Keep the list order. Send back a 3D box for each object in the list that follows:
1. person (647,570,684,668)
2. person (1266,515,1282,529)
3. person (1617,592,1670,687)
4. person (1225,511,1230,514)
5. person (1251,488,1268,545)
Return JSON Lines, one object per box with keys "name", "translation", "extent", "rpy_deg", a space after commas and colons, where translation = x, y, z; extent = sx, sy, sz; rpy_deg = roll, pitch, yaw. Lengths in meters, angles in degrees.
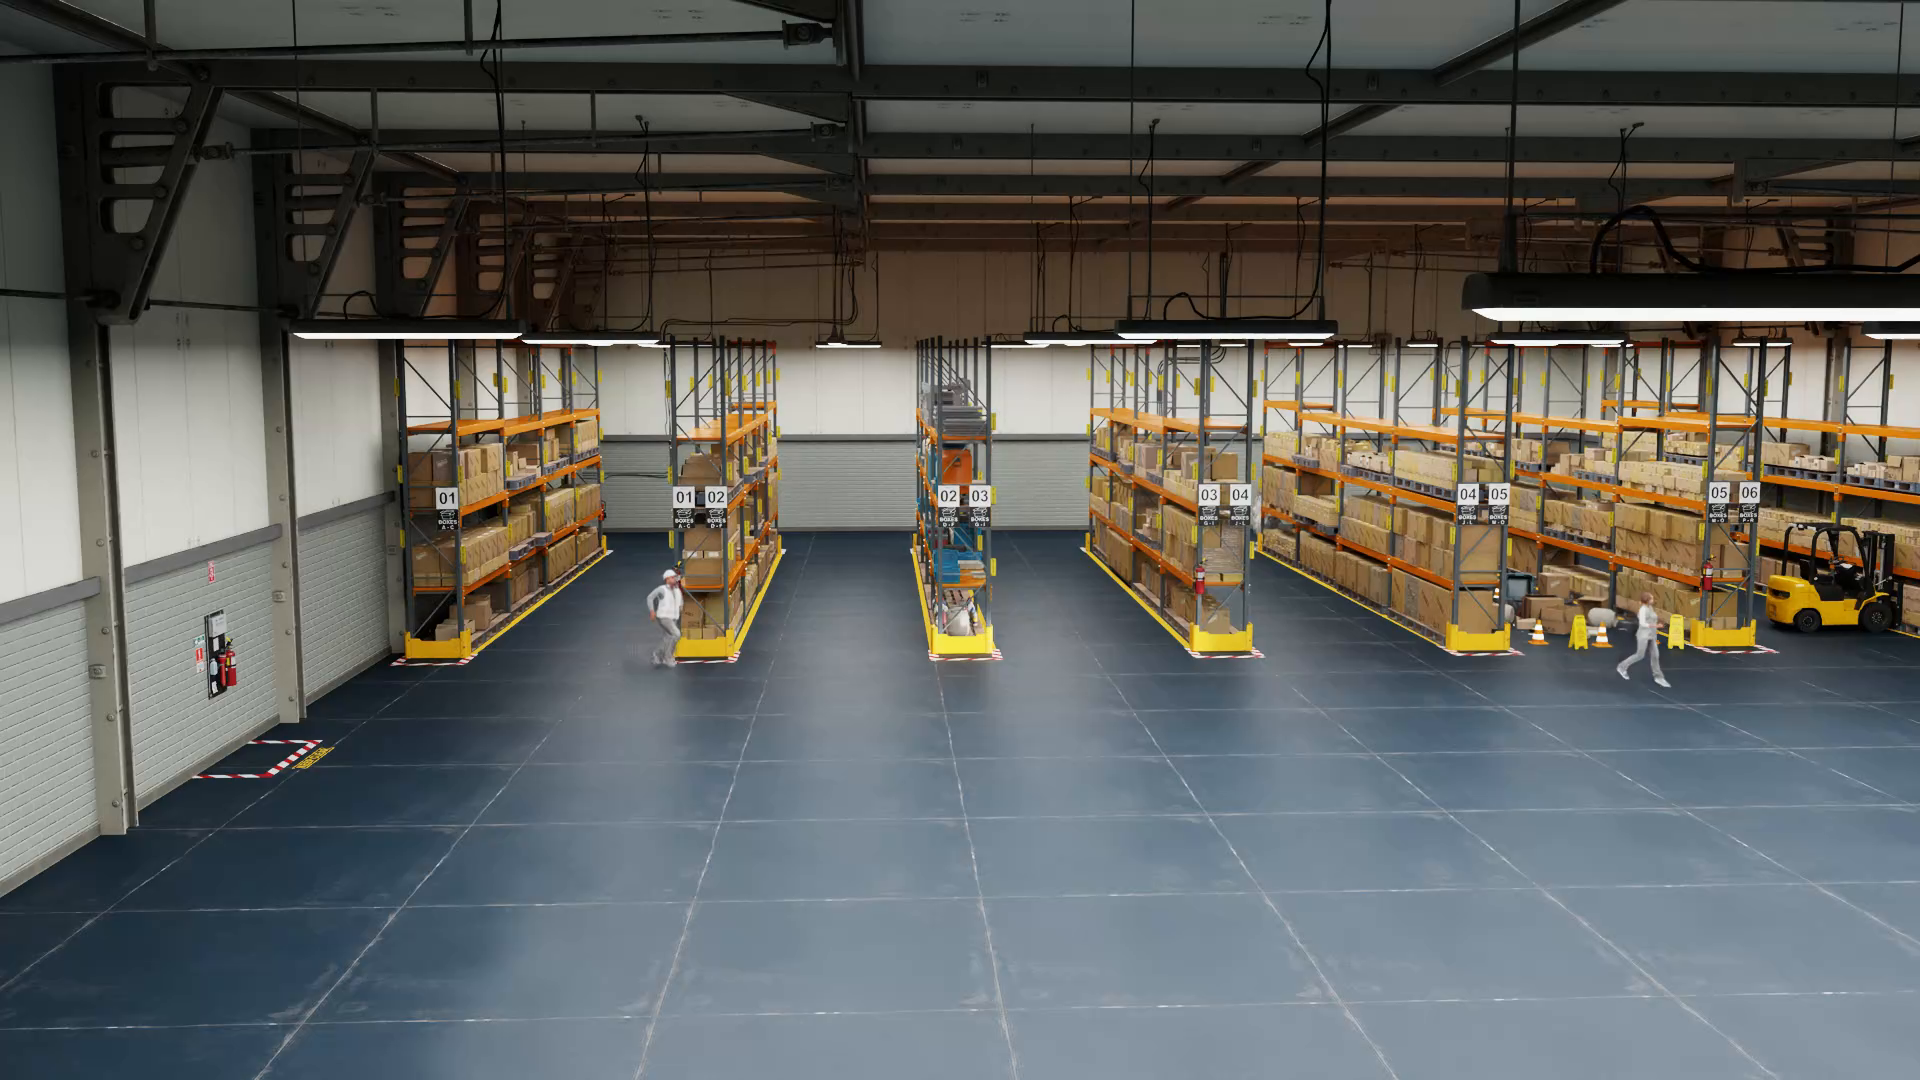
{"name": "person", "translation": [-5.275, 1.416, 30.238], "extent": [0.700, 1.732, 0.641], "rpy_deg": [4, 8, 32]}
{"name": "person", "translation": [9.291, -0.663, 49.122], "extent": [0.513, 1.623, 0.610], "rpy_deg": [2, 7, 19]}
{"name": "person", "translation": [11.725, 1.676, 28.461], "extent": [0.893, 1.599, 0.535], "rpy_deg": [6, 9, 43]}
{"name": "person", "translation": [7.439, -0.303, 45.844], "extent": [0.620, 1.719, 0.849], "rpy_deg": [1, 7, 5]}
{"name": "person", "translation": [8.921, -0.724, 49.218], "extent": [0.649, 1.738, 0.748], "rpy_deg": [-2, 7, -19]}
